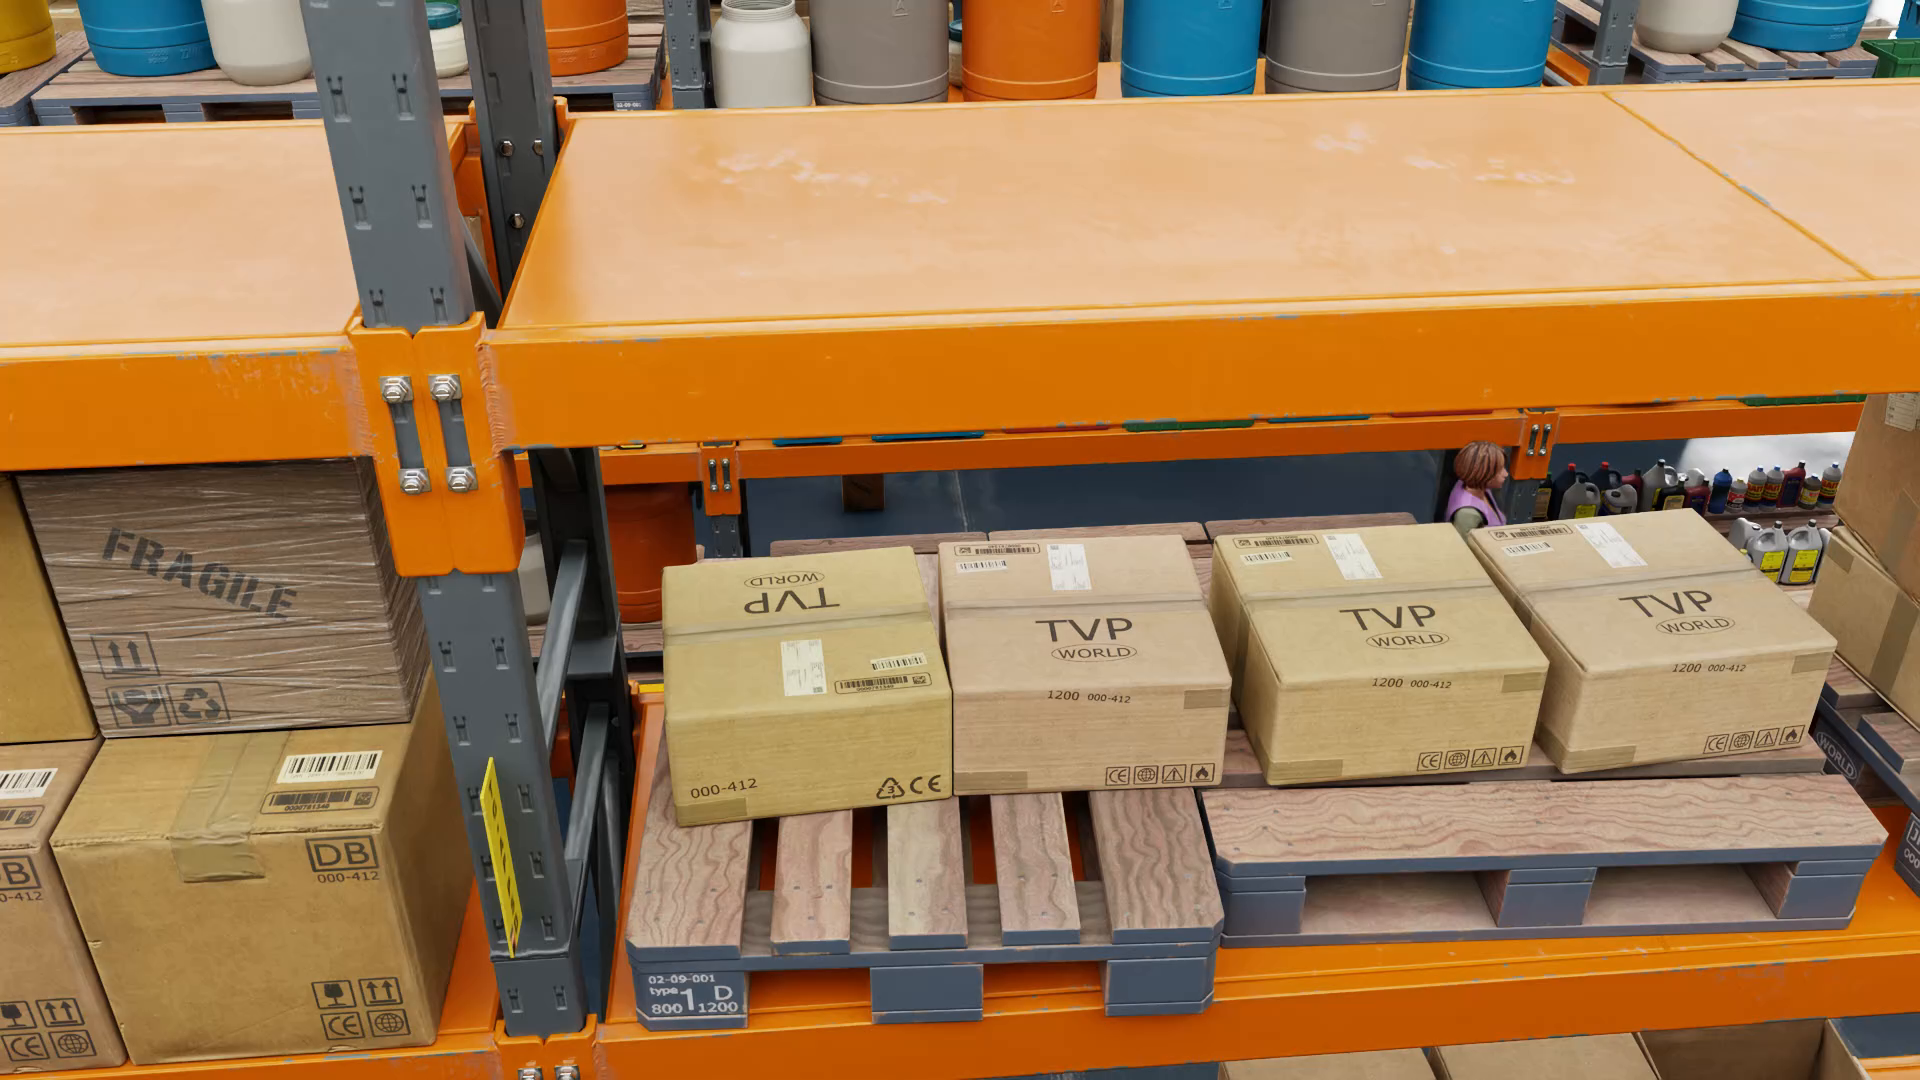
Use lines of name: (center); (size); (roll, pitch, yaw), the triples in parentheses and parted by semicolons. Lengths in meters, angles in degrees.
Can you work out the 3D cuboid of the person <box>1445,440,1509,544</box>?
person: (2.252, 0.258, 7.632); (0.466, 1.595, 0.407); (10, 33, 15)
